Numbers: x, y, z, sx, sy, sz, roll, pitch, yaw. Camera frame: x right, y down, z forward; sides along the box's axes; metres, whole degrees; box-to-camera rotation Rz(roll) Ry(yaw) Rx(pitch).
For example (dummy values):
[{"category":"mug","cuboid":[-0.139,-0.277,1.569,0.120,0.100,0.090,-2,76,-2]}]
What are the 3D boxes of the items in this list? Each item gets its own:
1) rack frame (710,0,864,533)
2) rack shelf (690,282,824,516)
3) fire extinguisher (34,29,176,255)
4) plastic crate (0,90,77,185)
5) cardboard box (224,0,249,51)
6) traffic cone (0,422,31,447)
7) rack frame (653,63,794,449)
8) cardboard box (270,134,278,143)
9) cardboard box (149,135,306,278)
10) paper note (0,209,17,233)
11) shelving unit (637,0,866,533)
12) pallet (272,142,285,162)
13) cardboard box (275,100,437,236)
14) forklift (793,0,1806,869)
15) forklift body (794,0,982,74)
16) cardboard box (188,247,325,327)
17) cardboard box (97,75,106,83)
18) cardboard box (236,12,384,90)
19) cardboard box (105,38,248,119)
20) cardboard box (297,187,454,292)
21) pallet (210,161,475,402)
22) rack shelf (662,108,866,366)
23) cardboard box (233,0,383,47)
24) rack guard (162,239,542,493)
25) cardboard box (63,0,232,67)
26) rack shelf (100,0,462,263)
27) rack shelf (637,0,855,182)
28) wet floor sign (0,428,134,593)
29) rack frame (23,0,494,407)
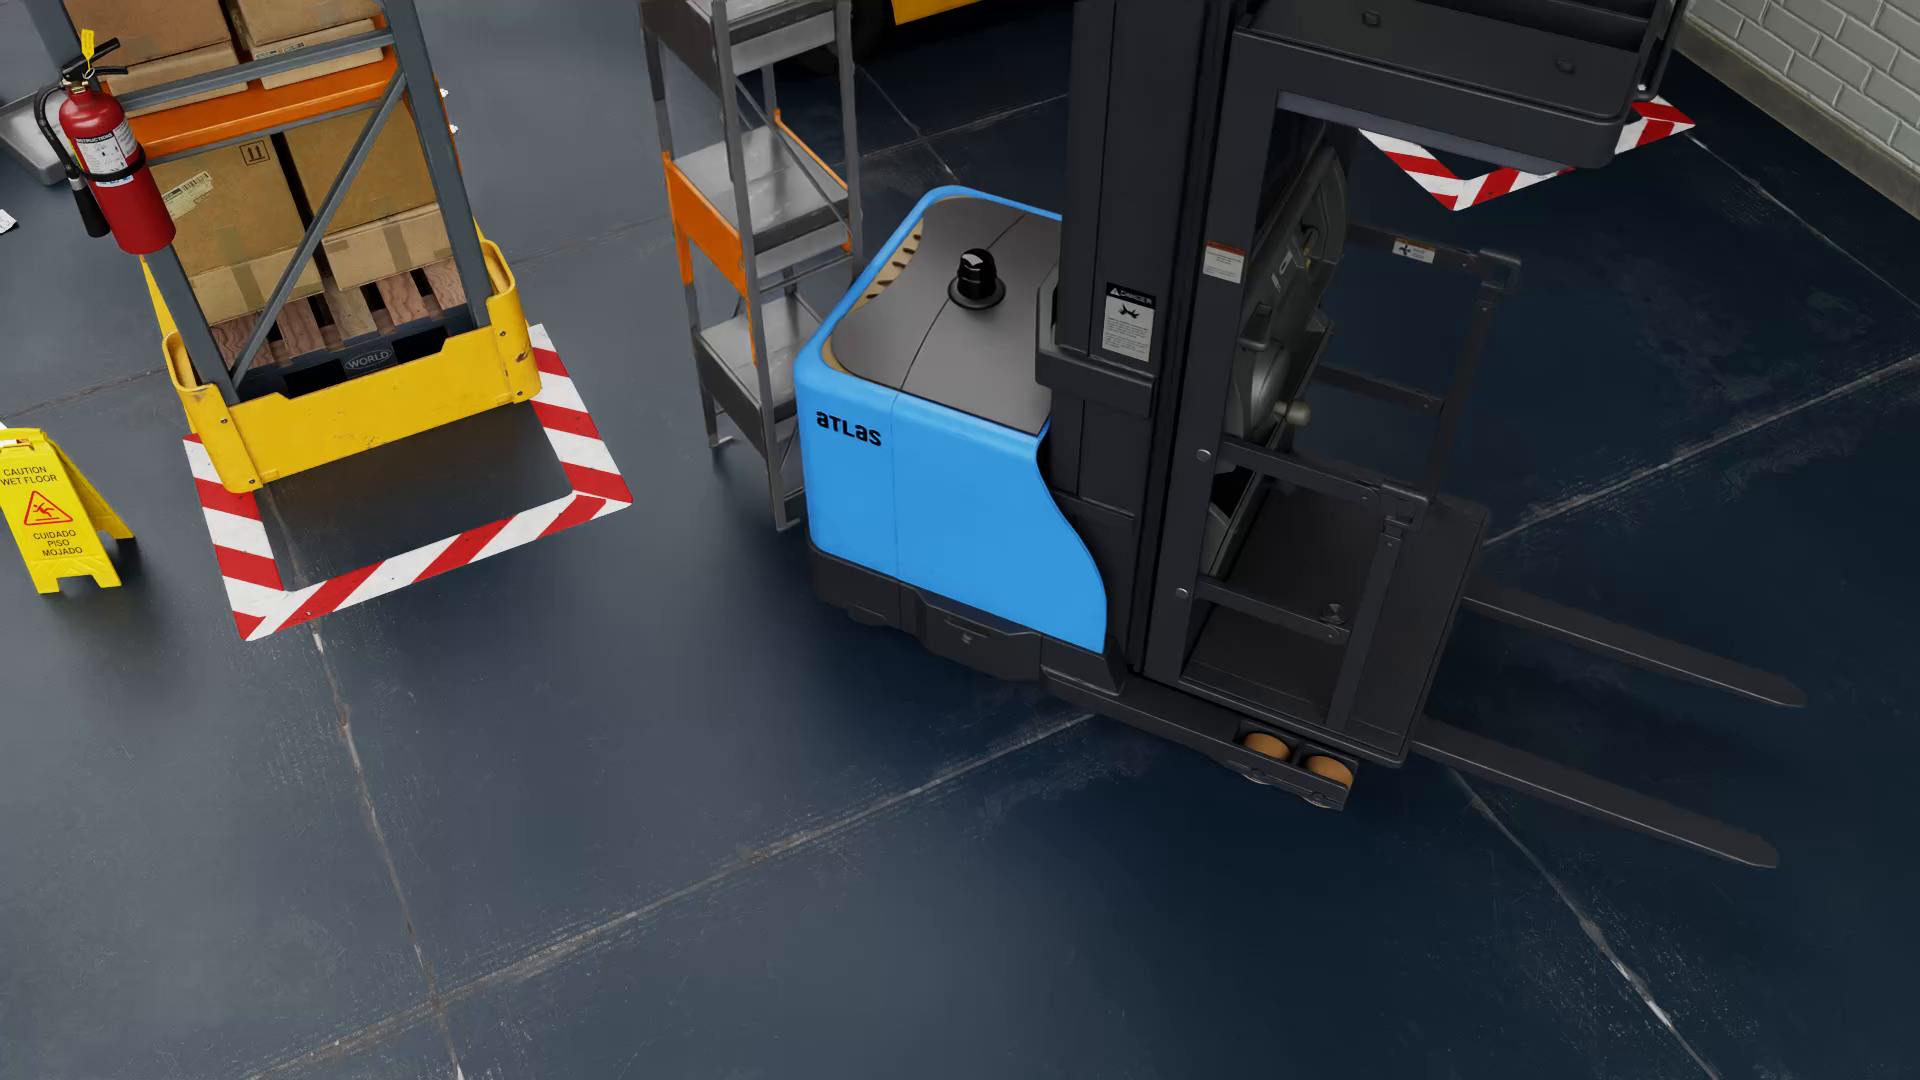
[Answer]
[{"category":"rack frame","cuboid":[-0.468,-0.805,5.059,0.400,2.100,0.015,-27,54,-22]},{"category":"rack shelf","cuboid":[-0.605,-0.488,5.730,0.431,0.518,0.480,-27,54,-22]},{"category":"fire extinguisher","cuboid":[-2.471,-1.140,4.806,0.296,0.674,0.183,-21,52,-18]},{"category":"plastic crate","cuboid":[-3.955,-1.784,7.257,0.583,0.080,0.402,35,57,27]},{"category":"cardboard box","cuboid":[-2.214,-1.781,5.482,0.380,0.149,0.250,-20,52,-17]},{"category":"traffic cone","cuboid":[-3.458,-0.409,5.801,0.336,0.463,0.334,-21,52,-18]},{"category":"rack frame","cuboid":[-0.742,-1.109,5.325,0.400,2.100,0.015,-27,54,-22]},{"category":"cardboard box","cuboid":[-2.725,-1.974,7.032,0.500,0.250,0.500,-18,51,-15]},{"category":"cardboard box","cuboid":[-2.712,-1.327,5.968,0.500,0.500,0.500,-21,52,-17]},{"category":"paper note","cuboid":[-3.997,-1.311,6.877,0.148,0.019,0.142,35,57,27]},{"category":"shelving unit","cuboid":[-0.605,-0.957,5.192,0.431,2.100,0.503,-27,54,-22]},{"category":"pallet","cuboid":[-3.043,-1.905,7.276,1.003,0.211,1.213,-21,52,-18]},{"category":"cardboard box","cuboid":[-2.249,-1.532,6.146,0.500,0.500,0.500,-23,53,-19]},{"category":"forklift","cuboid":[1.058,-0.615,4.341,3.031,2.935,1.130,20,52,16]},{"category":"forklift body","cuboid":[-0.192,-3.475,7.360,2.313,2.155,1.214,-21,52,-18]},{"category":"cardboard box","cuboid":[-2.734,-1.098,6.266,0.500,0.250,0.500,-21,52,-18]},{"category":"cardboard box","cuboid":[-2.690,-1.626,5.346,0.380,0.149,0.250,-22,52,-18]},{"category":"cardboard box","cuboid":[-2.085,-1.617,5.338,0.380,0.149,0.250,-21,52,-17]},{"category":"cardboard box","cuboid":[-2.475,-1.495,5.232,0.380,0.149,0.250,-20,52,-16]},{"category":"cardboard box","cuboid":[-2.237,-1.269,6.415,0.500,0.250,0.500,-22,52,-18]},{"category":"pallet","cuboid":[-2.489,-1.090,6.563,1.003,0.211,1.213,-21,52,-18]},{"category":"rack shelf","cuboid":[-0.605,-0.948,5.203,0.431,0.518,0.480,-27,54,-22]},{"category":"cardboard box","cuboid":[-2.084,-1.944,5.194,0.500,0.500,0.500,-22,52,-18]},{"category":"rack guard","cuboid":[-2.149,-0.629,5.968,1.175,0.500,0.348,-21,52,-18]},{"category":"cardboard box","cuboid":[-2.607,-1.800,5.068,0.500,0.500,0.500,-22,52,-18]},{"category":"rack shelf","cuboid":[-3.029,-2.503,6.424,1.077,0.370,4.000,-21,52,-18]},{"category":"rack shelf","cuboid":[-0.605,-1.409,4.676,0.431,0.518,0.480,-27,54,-22]},{"category":"wet floor sign","cuboid":[-2.978,-0.130,5.435,0.267,0.644,0.232,-5,49,-5]},{"category":"rack frame","cuboid":[-2.114,-1.401,4.983,1.000,3.000,0.127,-21,52,-18]}]
